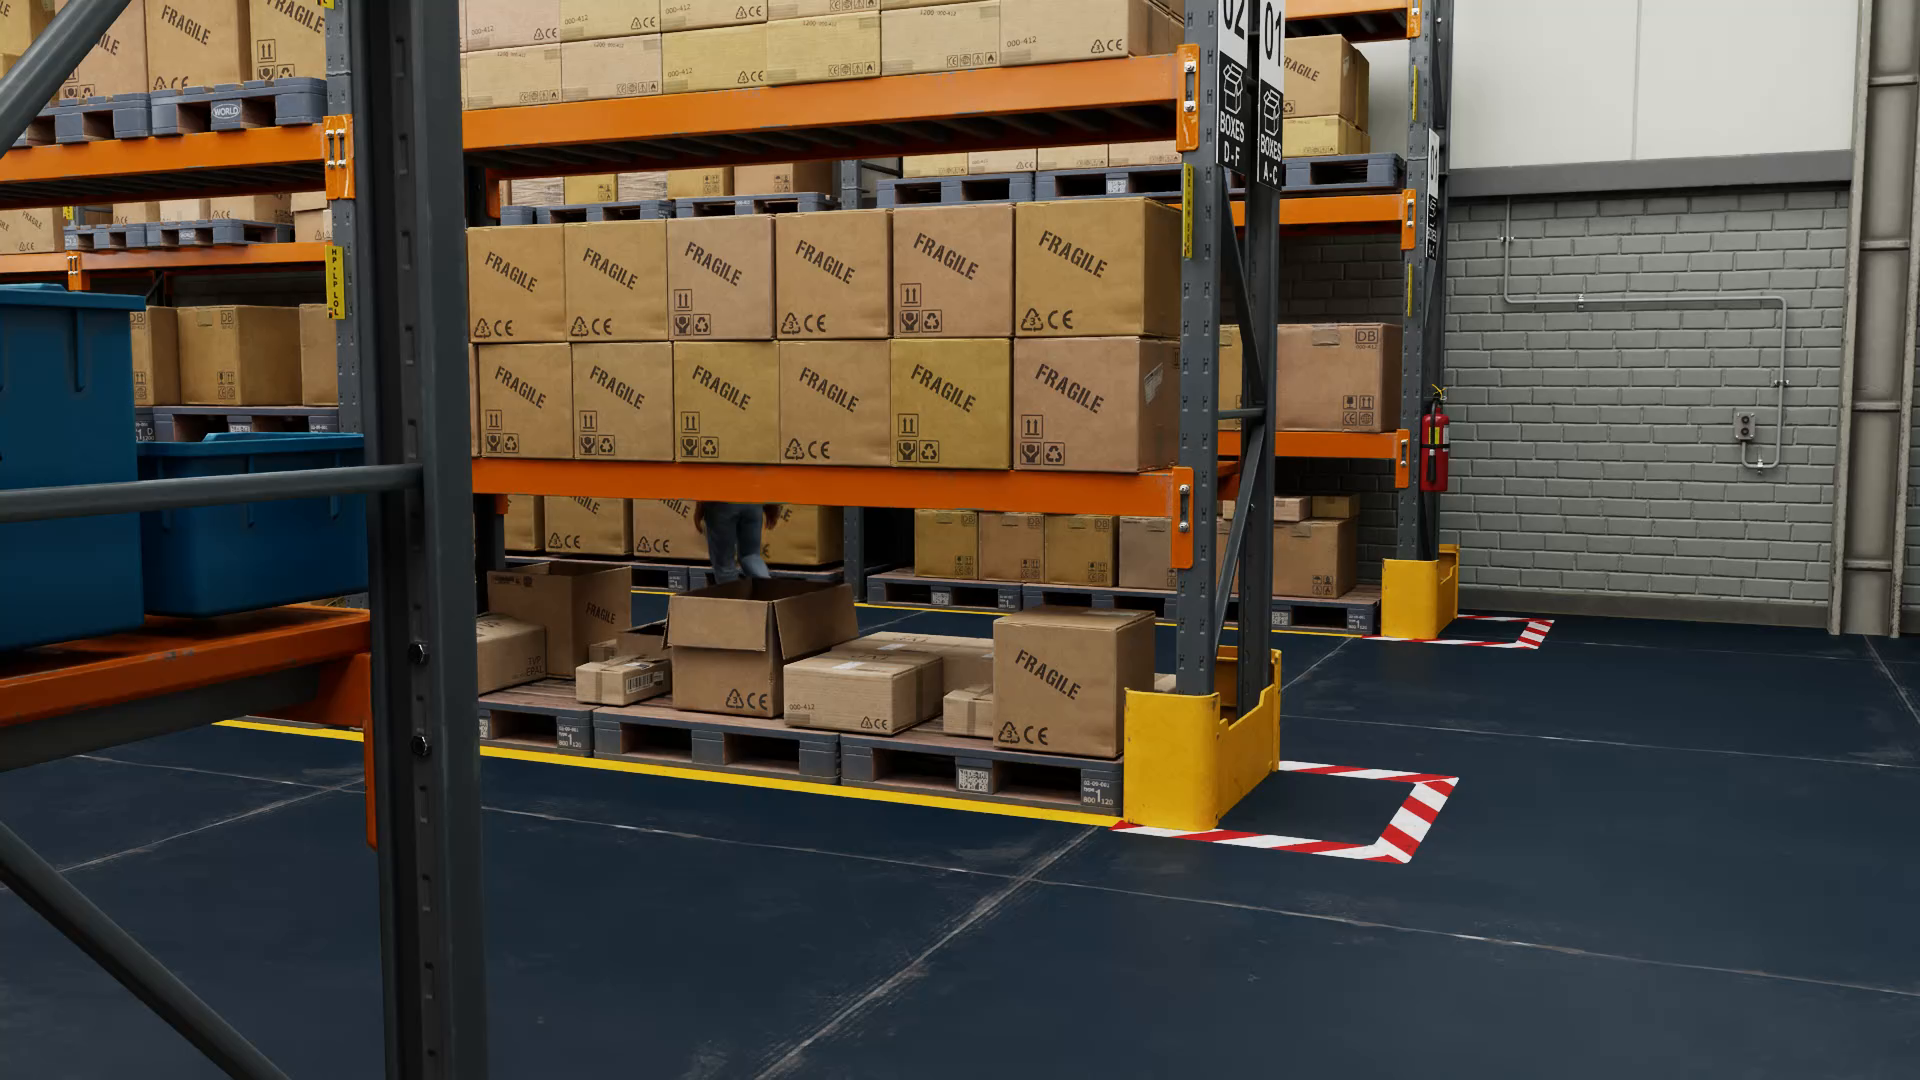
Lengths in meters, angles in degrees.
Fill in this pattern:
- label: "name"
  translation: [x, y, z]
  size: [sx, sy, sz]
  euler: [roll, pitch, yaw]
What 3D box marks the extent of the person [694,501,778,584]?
- label: "person"
  translation: [-1.350, -0.240, 10.168]
  size: [0.564, 1.755, 0.550]
  euler: [-4, 7, -34]
